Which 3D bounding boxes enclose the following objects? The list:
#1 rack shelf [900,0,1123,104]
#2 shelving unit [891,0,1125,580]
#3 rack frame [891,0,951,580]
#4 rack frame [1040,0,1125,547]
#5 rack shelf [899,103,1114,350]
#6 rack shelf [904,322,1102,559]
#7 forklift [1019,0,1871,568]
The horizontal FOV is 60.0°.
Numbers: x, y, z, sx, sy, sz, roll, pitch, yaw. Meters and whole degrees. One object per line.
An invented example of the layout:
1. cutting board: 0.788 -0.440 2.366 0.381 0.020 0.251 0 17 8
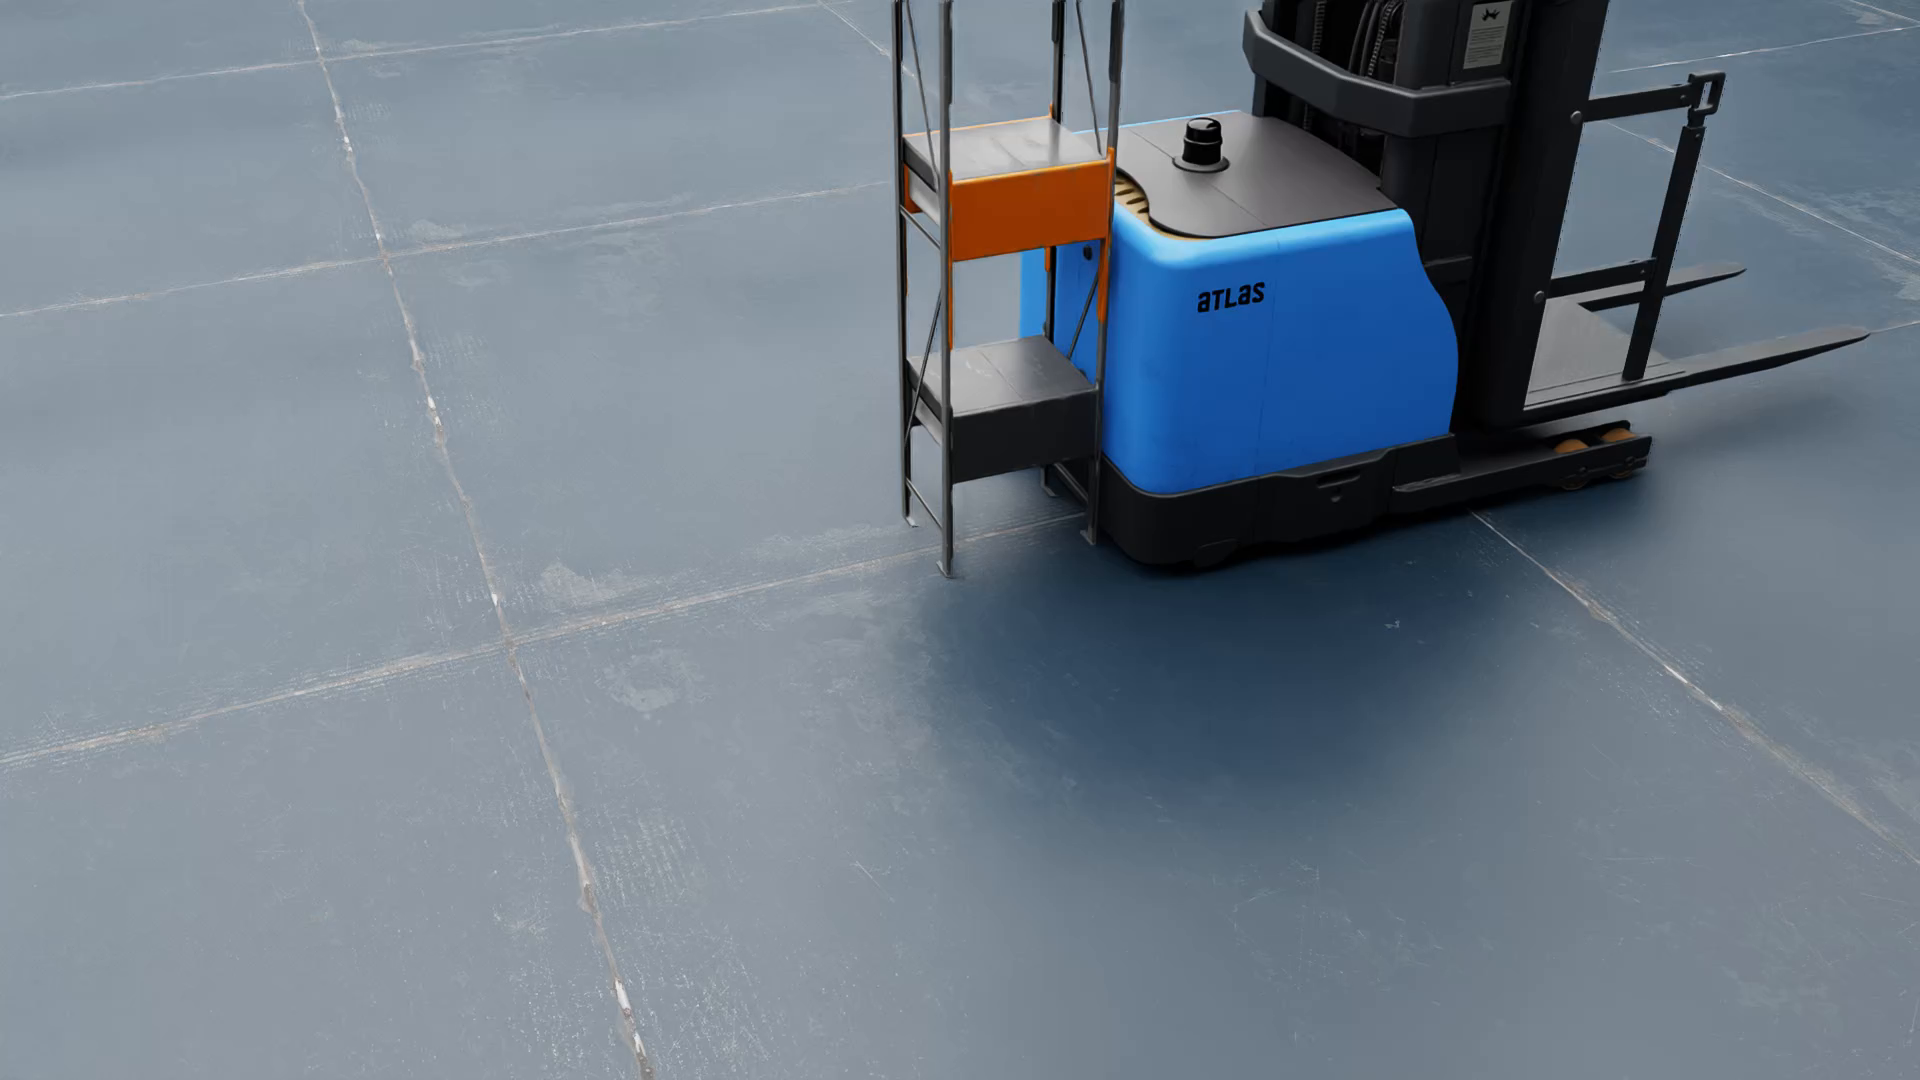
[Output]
1. rack shelf: 0.120 -1.486 4.350 0.480 0.518 0.431 -12 35 -18
2. shelving unit: 0.120 -0.910 4.724 0.503 2.100 0.431 -12 35 -18
3. rack frame: -0.107 -0.862 4.649 0.015 2.100 0.400 -12 35 -18
4. rack frame: 0.347 -0.959 4.799 0.015 2.100 0.400 -12 35 -18
5. rack shelf: 0.120 -0.899 4.731 0.480 0.518 0.431 -12 35 -18
6. rack shelf: 0.120 -0.312 5.113 0.480 0.518 0.431 -12 35 -18
7. forklift: 1.753 -1.648 5.096 3.031 2.935 1.130 -12 35 -18
